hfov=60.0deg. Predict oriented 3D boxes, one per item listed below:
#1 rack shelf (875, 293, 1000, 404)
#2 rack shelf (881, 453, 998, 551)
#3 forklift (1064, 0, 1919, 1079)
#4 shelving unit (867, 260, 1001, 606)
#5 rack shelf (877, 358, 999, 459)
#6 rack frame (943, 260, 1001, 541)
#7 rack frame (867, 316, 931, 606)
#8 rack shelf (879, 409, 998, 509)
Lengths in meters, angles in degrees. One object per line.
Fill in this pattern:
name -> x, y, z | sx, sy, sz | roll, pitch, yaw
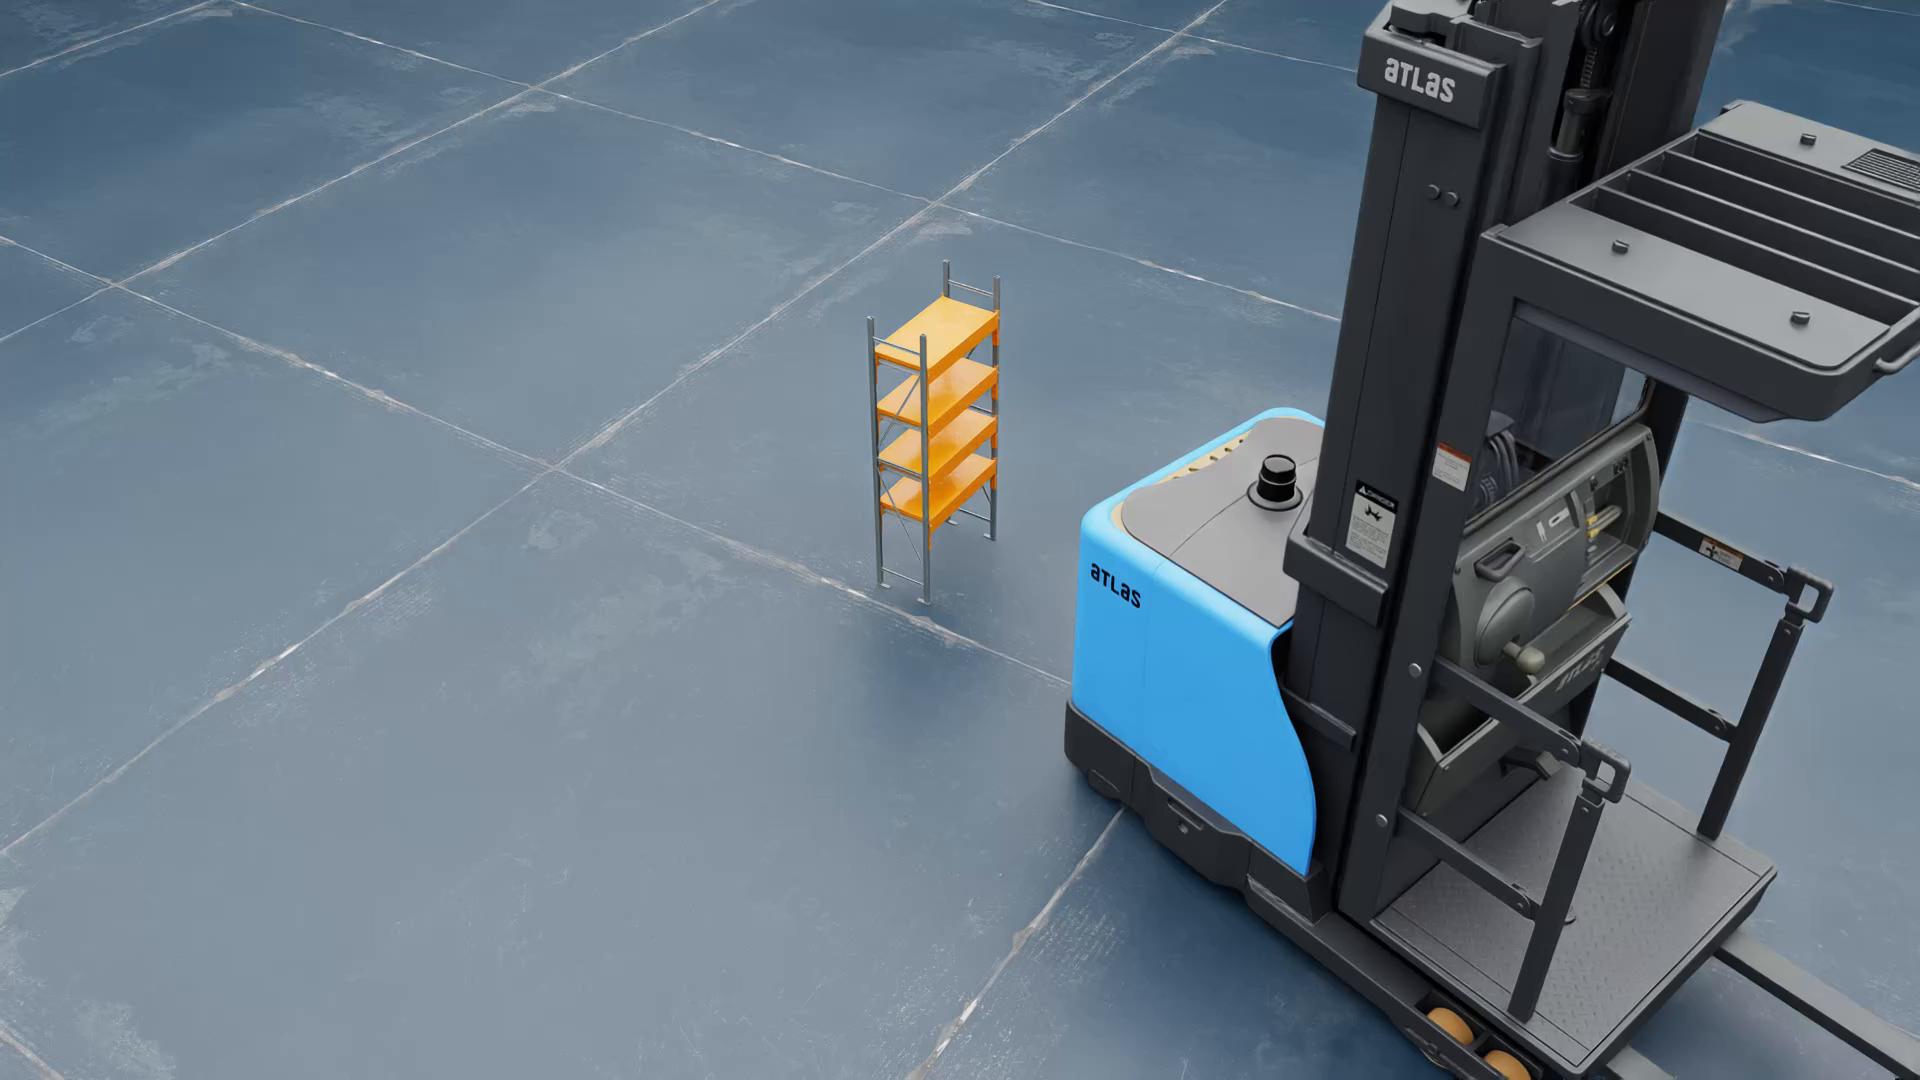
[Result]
rack shelf -> -0.089, -0.701, 6.033 | 0.258, 0.148, 0.480 | 21, 42, 25
rack shelf -> -0.089, -0.179, 6.435 | 0.258, 0.148, 0.480 | 21, 42, 25
forklift -> 1.707, 0.088, 4.235 | 1.130, 2.935, 3.031 | -28, 46, -32
shelving unit -> -0.089, -0.390, 6.273 | 0.258, 1.200, 0.503 | 21, 42, 25
rack shelf -> -0.089, -0.514, 6.177 | 0.258, 0.148, 0.480 | 21, 42, 25
rack frame -> 0.042, -0.516, 6.436 | 0.240, 1.200, 0.015 | 21, 42, 25
rack frame -> -0.219, -0.264, 6.110 | 0.240, 1.200, 0.015 | 21, 42, 25
rack shelf -> -0.089, -0.337, 6.314 | 0.258, 0.148, 0.480 | 21, 42, 25
